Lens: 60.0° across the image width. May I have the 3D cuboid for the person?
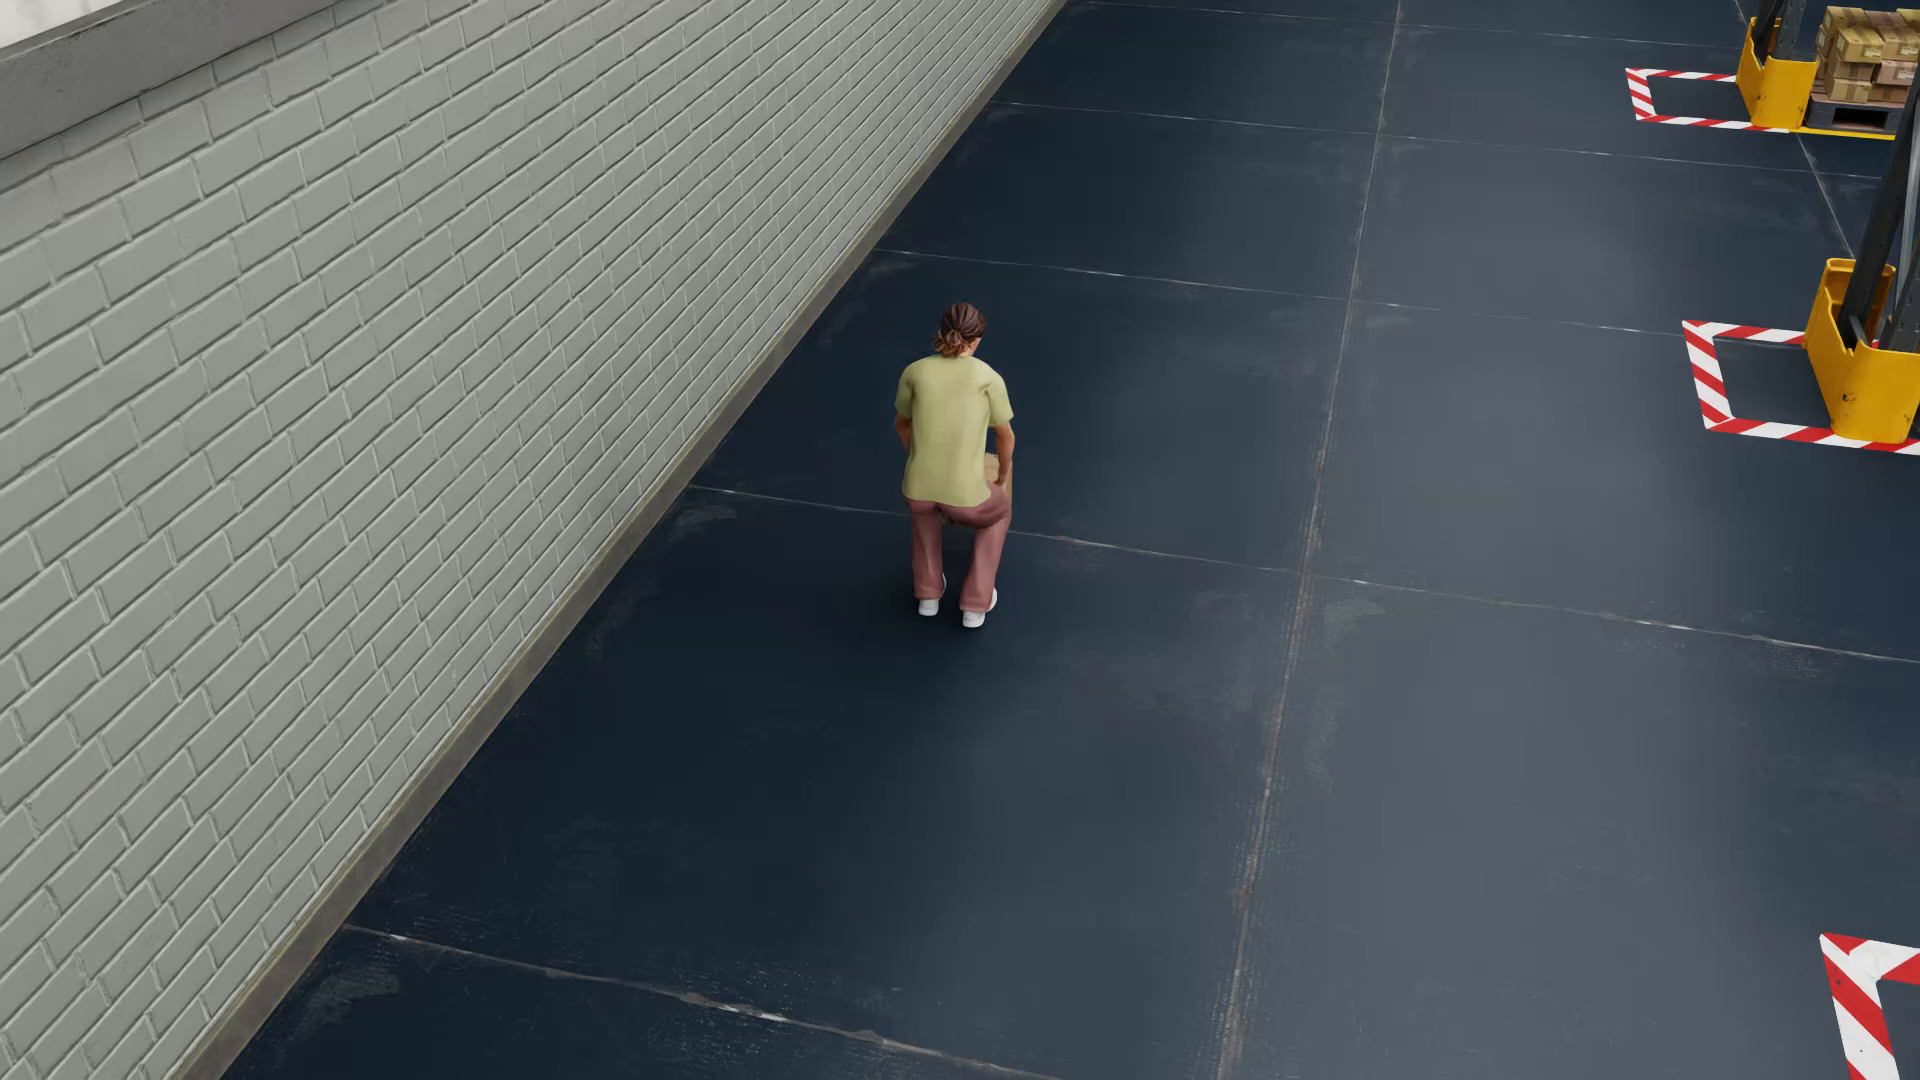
[{"bbox_3d":[-0.046,-0.289,6.930,0.512,1.307,0.680,8,34,12],"label":"person"}]
